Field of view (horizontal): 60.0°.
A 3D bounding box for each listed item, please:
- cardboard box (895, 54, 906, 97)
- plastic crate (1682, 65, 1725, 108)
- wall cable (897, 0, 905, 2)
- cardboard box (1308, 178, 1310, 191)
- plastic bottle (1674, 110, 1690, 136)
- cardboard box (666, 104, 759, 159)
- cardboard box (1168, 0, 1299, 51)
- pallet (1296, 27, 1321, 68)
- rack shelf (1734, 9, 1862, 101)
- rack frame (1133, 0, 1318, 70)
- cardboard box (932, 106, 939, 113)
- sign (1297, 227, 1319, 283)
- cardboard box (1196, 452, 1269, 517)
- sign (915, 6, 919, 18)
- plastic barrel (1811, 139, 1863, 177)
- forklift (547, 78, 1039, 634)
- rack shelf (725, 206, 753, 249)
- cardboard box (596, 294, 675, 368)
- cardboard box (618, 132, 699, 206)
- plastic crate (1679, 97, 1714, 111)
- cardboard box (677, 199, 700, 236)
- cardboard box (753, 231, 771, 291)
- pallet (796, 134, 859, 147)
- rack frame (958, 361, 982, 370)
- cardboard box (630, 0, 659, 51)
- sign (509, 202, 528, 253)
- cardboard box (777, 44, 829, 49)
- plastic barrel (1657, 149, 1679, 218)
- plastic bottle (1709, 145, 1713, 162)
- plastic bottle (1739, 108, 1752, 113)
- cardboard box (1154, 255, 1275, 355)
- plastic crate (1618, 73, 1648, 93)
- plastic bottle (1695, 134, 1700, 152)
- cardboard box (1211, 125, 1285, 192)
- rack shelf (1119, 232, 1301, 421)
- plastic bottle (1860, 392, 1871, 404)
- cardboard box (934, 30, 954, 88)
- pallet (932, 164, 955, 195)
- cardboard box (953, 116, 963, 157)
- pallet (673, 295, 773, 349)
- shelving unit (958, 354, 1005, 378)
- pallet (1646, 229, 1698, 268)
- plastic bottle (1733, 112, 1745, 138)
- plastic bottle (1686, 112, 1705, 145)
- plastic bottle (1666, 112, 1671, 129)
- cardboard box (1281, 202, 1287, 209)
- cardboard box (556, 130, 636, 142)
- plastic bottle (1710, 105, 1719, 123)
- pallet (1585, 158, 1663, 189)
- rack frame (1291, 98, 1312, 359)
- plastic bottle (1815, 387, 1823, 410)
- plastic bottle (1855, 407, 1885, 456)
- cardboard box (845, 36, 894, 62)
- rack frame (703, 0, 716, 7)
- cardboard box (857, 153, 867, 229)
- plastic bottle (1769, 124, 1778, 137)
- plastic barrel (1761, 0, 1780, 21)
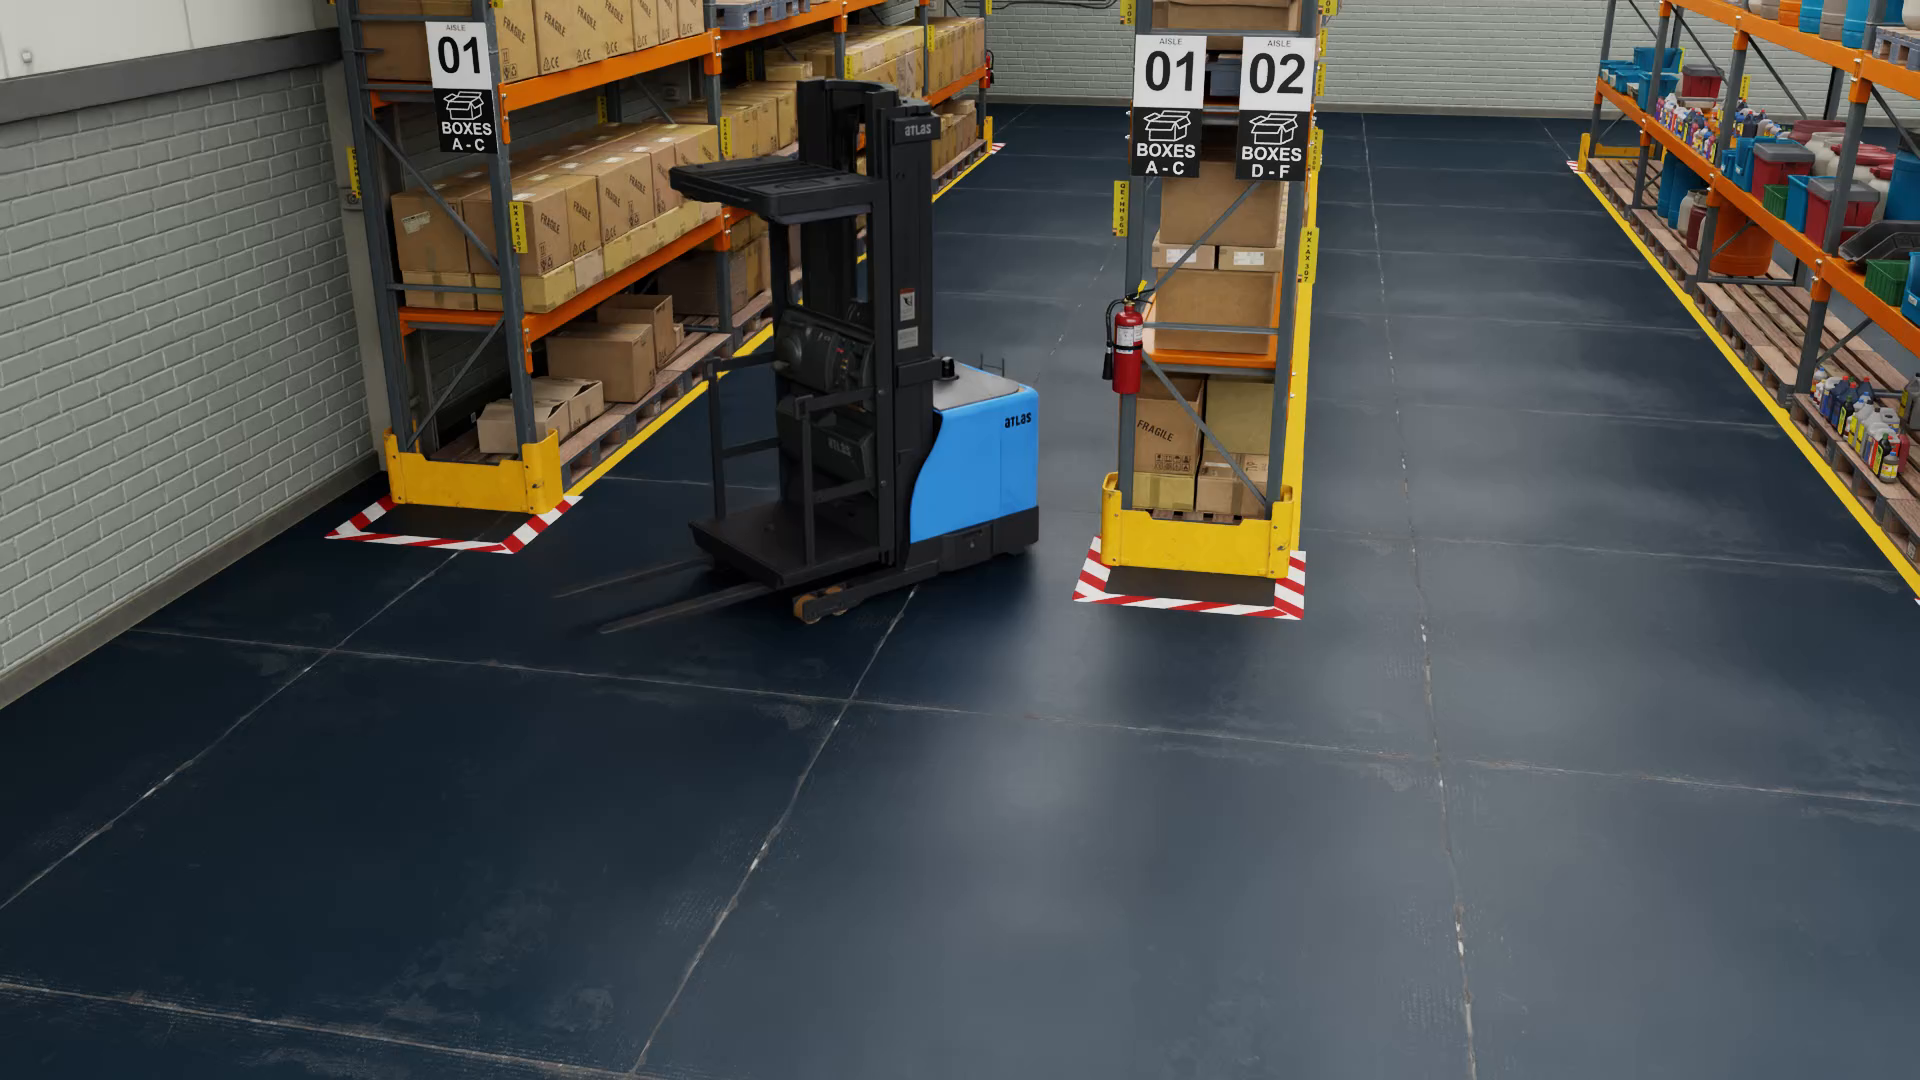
[{"bbox_3d":[-0.967,-5.665,20.345,0.500,0.500,0.500,4,22,11],"label":"cardboard box"},{"bbox_3d":[9.212,-5.639,20.675,0.402,0.464,0.583,4,22,11],"label":"plastic crate"},{"bbox_3d":[-0.763,-8.504,26.594,0.084,1.984,1.851,4,22,11],"label":"wall cable"},{"bbox_3d":[3.802,-3.946,19.393,0.500,0.500,0.500,4,22,9],"label":"cardboard box"},{"bbox_3d":[8.081,-4.653,18.558,0.152,0.276,0.135,4,22,11],"label":"plastic bottle"},{"bbox_3d":[-2.288,-3.742,15.406,0.700,0.500,0.500,7,23,16],"label":"cardboard box"},{"bbox_3d":[1.609,-3.174,9.815,0.797,0.503,0.637,6,23,15],"label":"cardboard box"},{"bbox_3d":[1.904,-3.319,11.183,1.003,0.211,1.213,4,22,11],"label":"pallet"},{"bbox_3d":[7.560,-4.138,14.060,1.077,0.370,4.000,4,22,11],"label":"rack shelf"},{"bbox_3d":[1.487,-4.047,8.858,1.000,3.000,0.127,4,22,11],"label":"rack frame"},{"bbox_3d":[-0.519,-6.256,24.288,0.380,0.149,0.250,5,22,12],"label":"cardboard box"},{"bbox_3d":[2.029,-1.658,9.692,0.100,0.325,0.005,4,22,11],"label":"sign"},{"bbox_3d":[1.814,-0.363,10.859,0.500,0.250,0.500,4,22,11],"label":"cardboard box"},{"bbox_3d":[-0.640,-7.975,25.376,0.100,0.325,0.005,4,22,11],"label":"sign"},{"bbox_3d":[7.881,-3.317,14.924,0.421,0.512,0.421,0,22,0],"label":"plastic barrel"},{"bbox_3d":[-0.964,-1.096,9.651,3.031,2.935,1.130,-17,27,-35],"label":"forklift"},{"bbox_3d":[-2.139,-3.502,16.496,1.077,0.370,4.000,4,22,11],"label":"rack shelf"},{"bbox_3d":[-2.719,-1.766,13.980,0.500,0.500,0.500,3,22,7],"label":"cardboard box"},{"bbox_3d":[-2.437,-3.012,13.487,0.500,0.500,0.500,4,22,11],"label":"cardboard box"},{"bbox_3d":[9.019,-5.339,20.368,0.396,0.136,0.243,4,22,11],"label":"plastic crate"},{"bbox_3d":[-2.456,-2.666,13.631,0.500,0.250,0.500,5,22,11],"label":"cardboard box"},{"bbox_3d":[-2.213,-2.795,16.536,0.700,0.500,0.500,5,22,12],"label":"cardboard box"},{"bbox_3d":[-1.772,-4.209,17.546,1.213,0.211,1.003,4,22,11],"label":"pallet"},{"bbox_3d":[0.063,-0.668,11.108,0.200,1.050,0.008,17,28,36],"label":"rack frame"},{"bbox_3d":[-2.599,-3.958,12.490,0.500,0.500,0.500,4,22,9],"label":"cardboard box"},{"bbox_3d":[-2.832,-2.001,10.649,0.100,0.325,0.005,4,22,11],"label":"sign"},{"bbox_3d":[-1.783,-5.483,18.890,0.500,0.250,0.500,4,22,9],"label":"cardboard box"},{"bbox_3d":[8.657,-4.298,19.757,0.600,0.901,0.708,4,22,11],"label":"plastic barrel"},{"bbox_3d":[7.674,-3.941,16.889,0.097,0.201,0.097,0,22,0],"label":"plastic bottle"},{"bbox_3d":[8.843,-4.730,18.749,0.152,0.276,0.135,4,22,11],"label":"plastic bottle"},{"bbox_3d":[1.595,-1.481,10.381,0.700,0.500,0.500,4,22,11],"label":"cardboard box"},{"bbox_3d":[8.898,-6.031,21.957,0.416,0.233,0.300,4,22,11],"label":"plastic crate"},{"bbox_3d":[7.821,-4.203,17.540,0.097,0.201,0.097,0,22,0],"label":"plastic bottle"},{"bbox_3d":[1.912,-2.662,11.578,0.700,0.500,0.500,4,22,11],"label":"cardboard box"},{"bbox_3d":[1.895,-1.662,11.929,1.077,0.370,4.000,4,22,11],"label":"rack shelf"},{"bbox_3d":[6.670,-0.961,12.288,0.097,0.271,0.097,0,22,0],"label":"plastic bottle"},{"bbox_3d":[-0.633,-6.632,22.905,0.980,0.700,0.700,4,22,10],"label":"cardboard box"},{"bbox_3d":[-0.683,-5.008,23.006,1.003,0.211,1.213,4,22,11],"label":"pallet"},{"bbox_3d":[-0.347,-5.897,24.265,0.700,0.500,0.500,4,22,9],"label":"cardboard box"},{"bbox_3d":[-2.389,-2.095,15.773,1.003,0.211,1.213,4,22,11],"label":"pallet"},{"bbox_3d":[0.140,-0.704,11.195,0.215,1.050,0.252,17,28,36],"label":"shelving unit"},{"bbox_3d":[8.339,-3.254,18.652,1.003,0.211,1.213,4,22,11],"label":"pallet"},{"bbox_3d":[8.642,-4.597,18.424,0.097,0.271,0.097,0,22,0],"label":"plastic bottle"},{"bbox_3d":[7.939,-4.442,17.934,0.144,0.351,0.185,4,22,11],"label":"plastic bottle"},{"bbox_3d":[8.172,-4.832,19.103,0.097,0.201,0.097,0,22,0],"label":"plastic bottle"},{"bbox_3d":[2.039,-2.210,11.324,0.380,0.149,0.250,4,22,10],"label":"cardboard box"},{"bbox_3d":[-2.956,-3.047,13.573,0.500,0.500,0.500,4,22,11],"label":"cardboard box"},{"bbox_3d":[8.894,-5.016,19.559,0.097,0.201,0.097,0,22,0],"label":"plastic bottle"},{"bbox_3d":[9.394,-5.145,23.346,1.003,0.211,1.213,4,22,11],"label":"pallet"},{"bbox_3d":[2.304,-2.728,13.611,1.000,3.000,0.127,4,22,11],"label":"rack frame"},{"bbox_3d":[6.616,-1.097,12.719,0.097,0.201,0.097,0,22,0],"label":"plastic bottle"},{"bbox_3d":[6.418,-0.768,11.702,0.144,0.351,0.185,5,23,13],"label":"plastic bottle"},{"bbox_3d":[-1.080,-5.822,19.731,0.500,0.250,0.500,4,22,10],"label":"cardboard box"},{"bbox_3d":[-2.547,-5.887,13.424,1.000,3.000,0.127,4,22,11],"label":"rack frame"},{"bbox_3d":[-1.452,-4.023,19.144,0.750,0.750,0.750,4,22,10],"label":"cardboard box"},{"bbox_3d":[8.612,-4.264,17.597,0.097,0.271,0.097,0,22,0],"label":"plastic bottle"},{"bbox_3d":[7.588,-5.152,14.944,0.600,0.901,0.600,0,22,0],"label":"plastic barrel"}]
